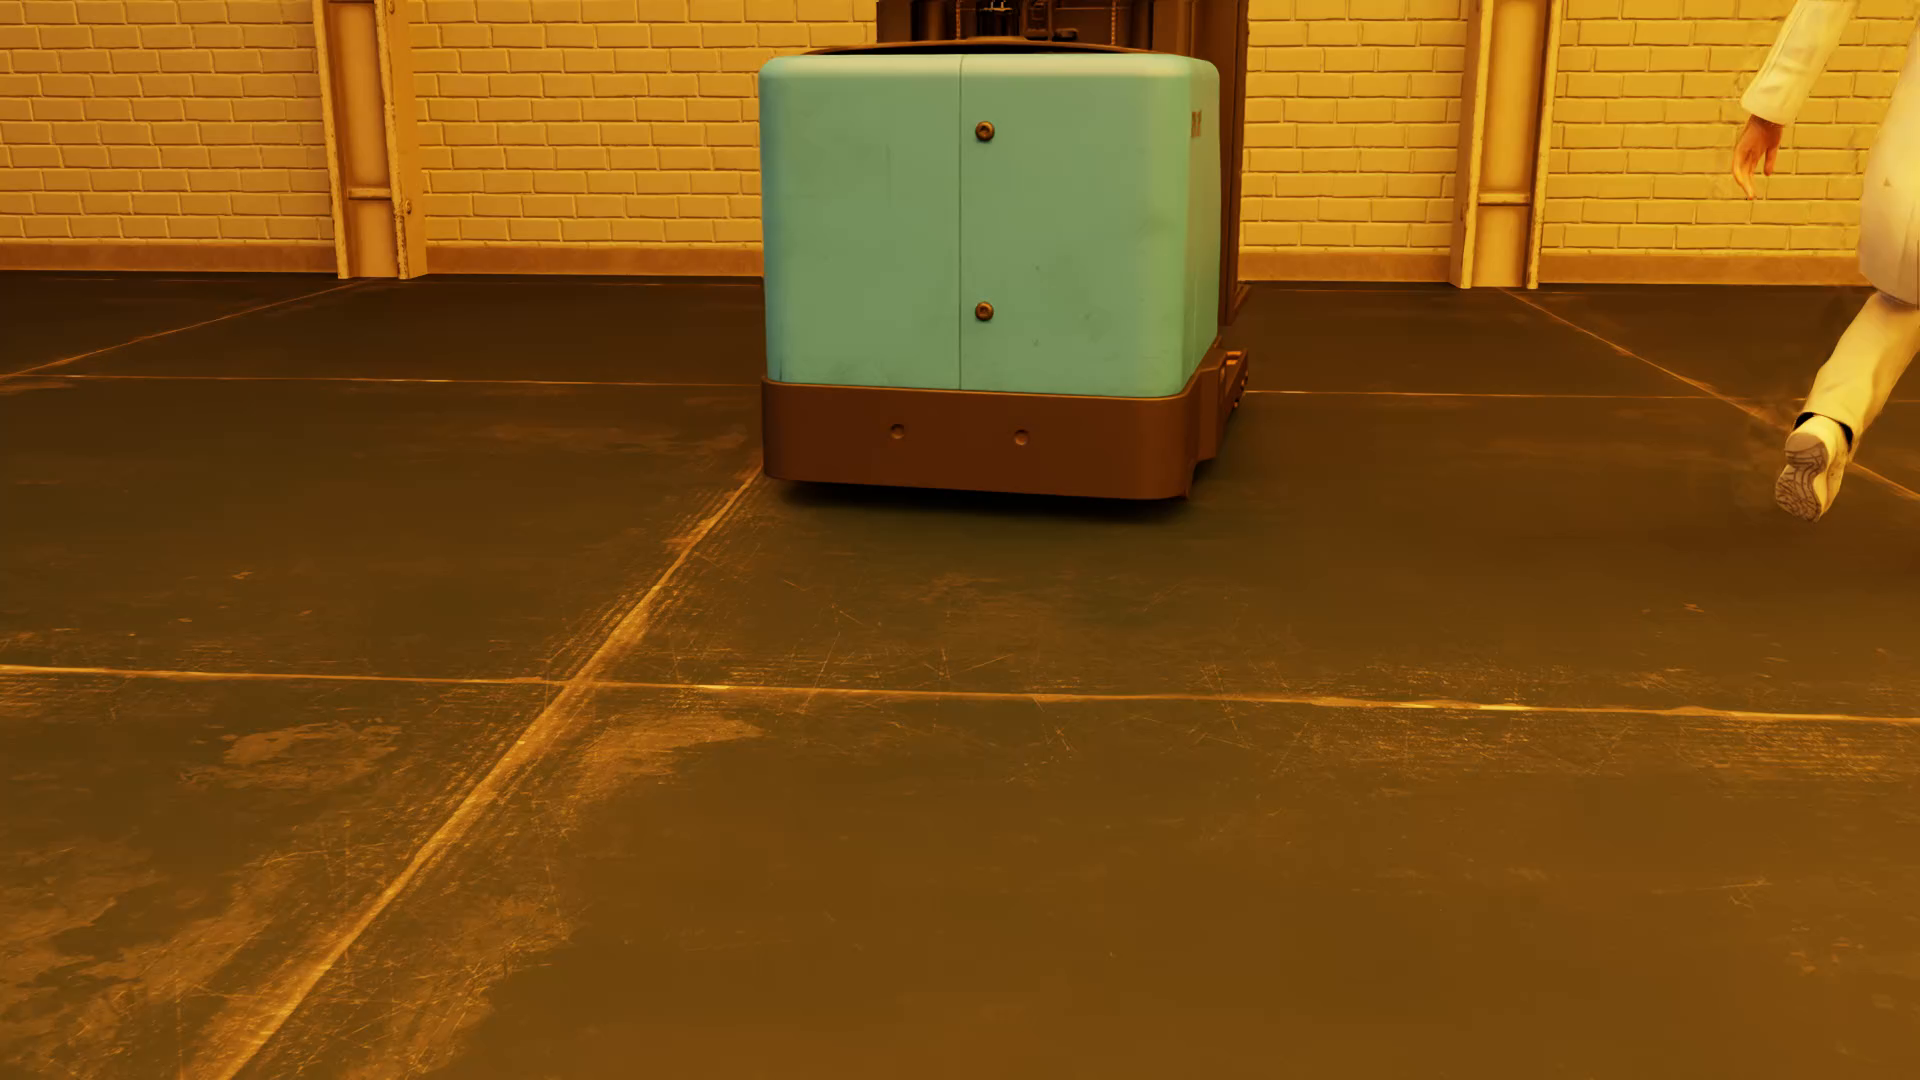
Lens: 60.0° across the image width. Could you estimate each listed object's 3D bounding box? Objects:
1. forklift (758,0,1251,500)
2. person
[{"bbox_3d":[0.349,-1.850,5.031,1.130,2.935,3.031,4,16,13],"label":"forklift"},{"bbox_3d":[2.158,-0.763,3.473,0.650,1.677,0.868,-14,20,-41],"label":"person"}]
